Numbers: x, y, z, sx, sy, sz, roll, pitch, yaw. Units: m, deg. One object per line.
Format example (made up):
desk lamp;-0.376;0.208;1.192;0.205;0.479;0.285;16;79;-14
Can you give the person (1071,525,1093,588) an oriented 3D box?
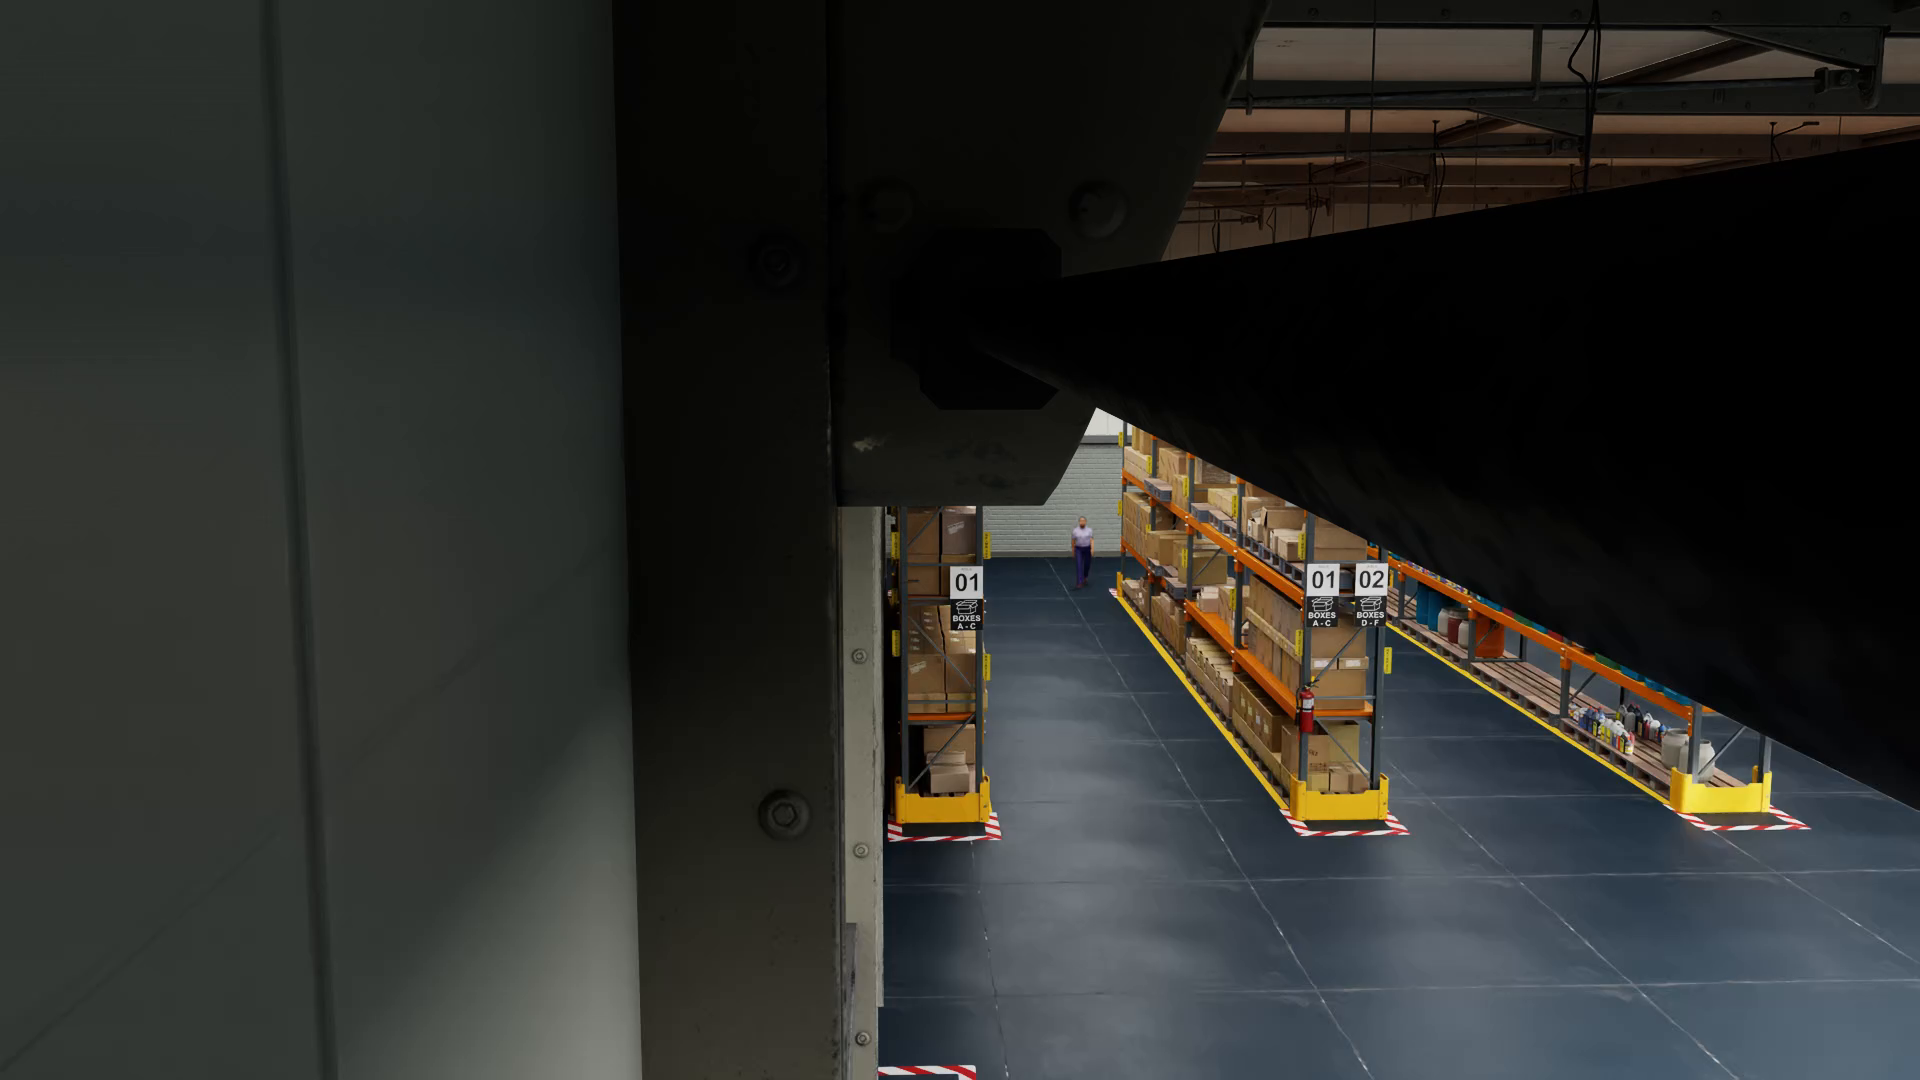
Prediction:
person;2.765;0.361;37.589;0.480;1.396;1.024;-1;8;-7
